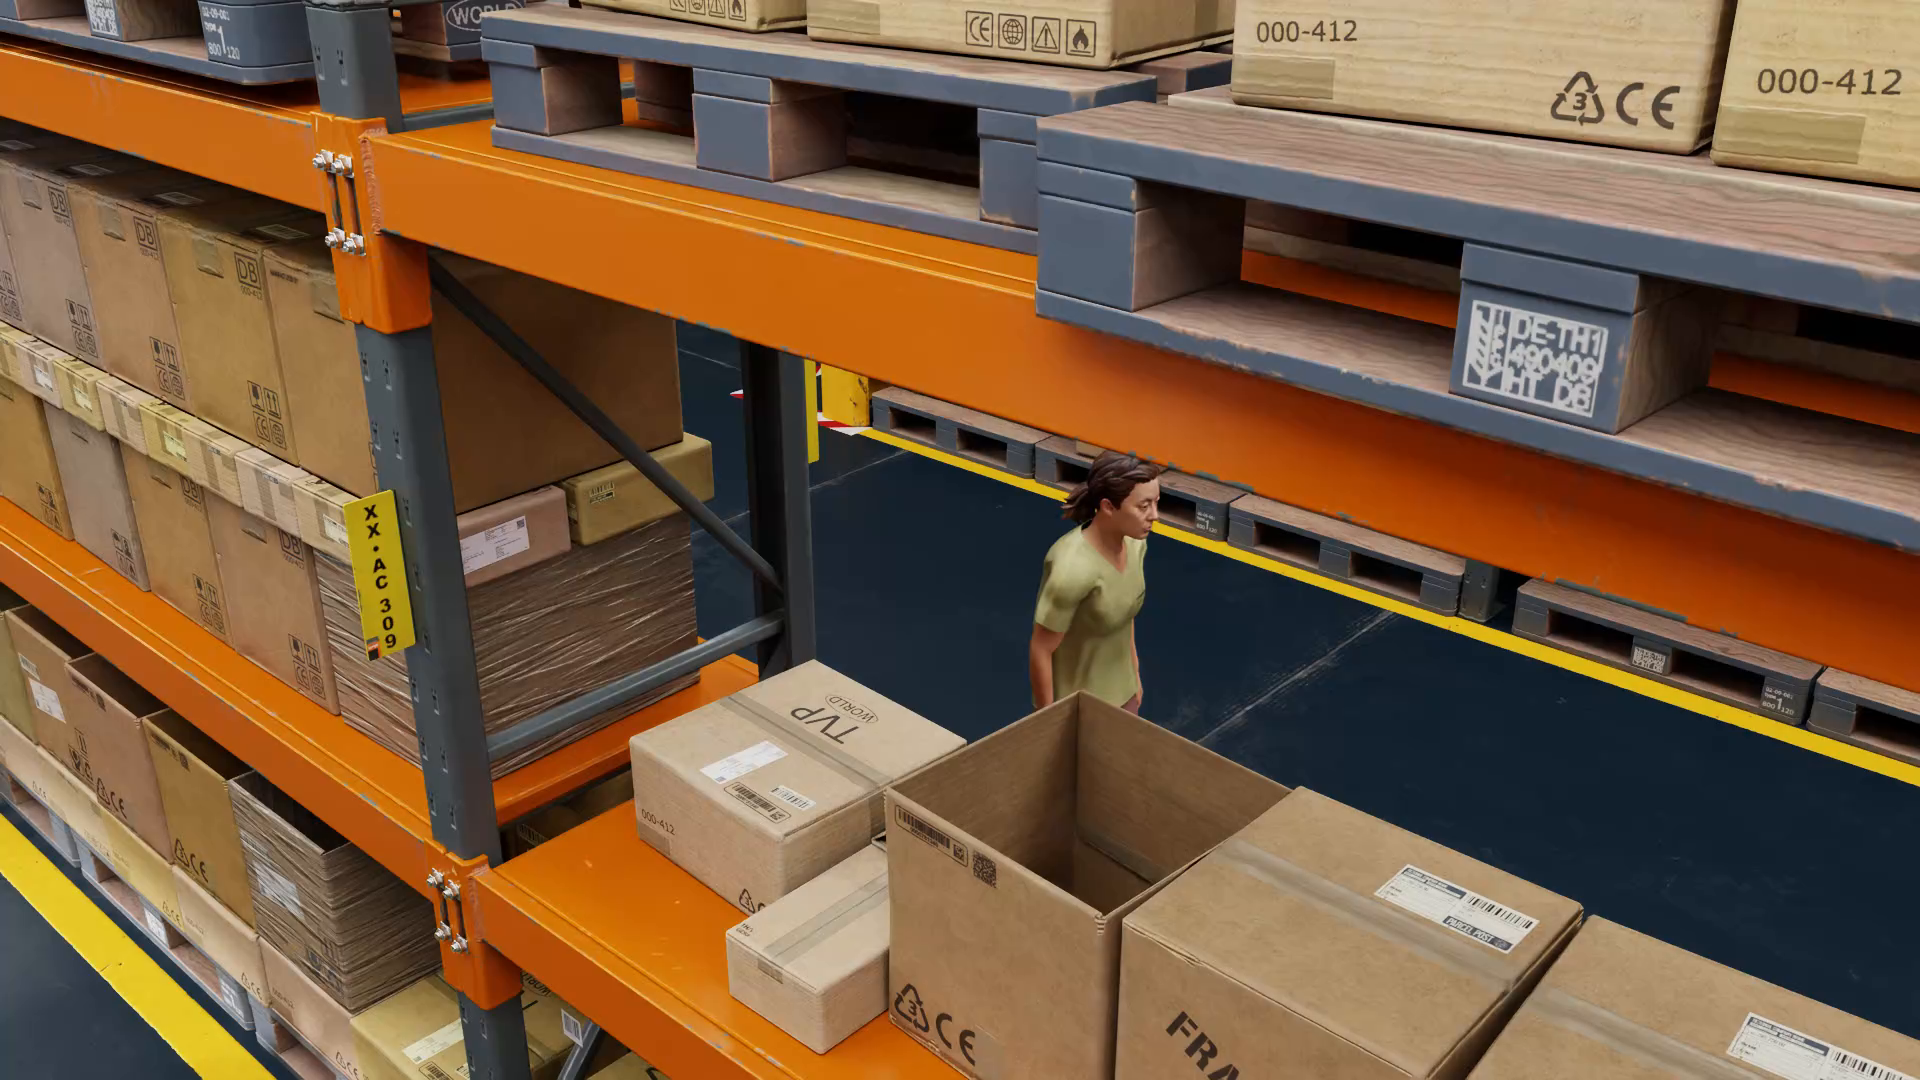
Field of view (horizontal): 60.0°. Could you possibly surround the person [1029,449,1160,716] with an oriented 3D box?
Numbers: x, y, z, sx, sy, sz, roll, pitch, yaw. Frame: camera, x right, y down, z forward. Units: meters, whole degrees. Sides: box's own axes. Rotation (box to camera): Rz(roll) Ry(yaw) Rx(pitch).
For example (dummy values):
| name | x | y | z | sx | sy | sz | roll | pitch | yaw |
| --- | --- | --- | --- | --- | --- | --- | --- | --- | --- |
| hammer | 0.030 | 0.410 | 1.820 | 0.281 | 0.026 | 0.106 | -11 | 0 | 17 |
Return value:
| name | x | y | z | sx | sy | sz | roll | pitch | yaw |
| --- | --- | --- | --- | --- | --- | --- | --- | --- | --- |
| person | 0.424 | 0.512 | 4.956 | 0.415 | 1.671 | 0.521 | 18 | 30 | 35 |
